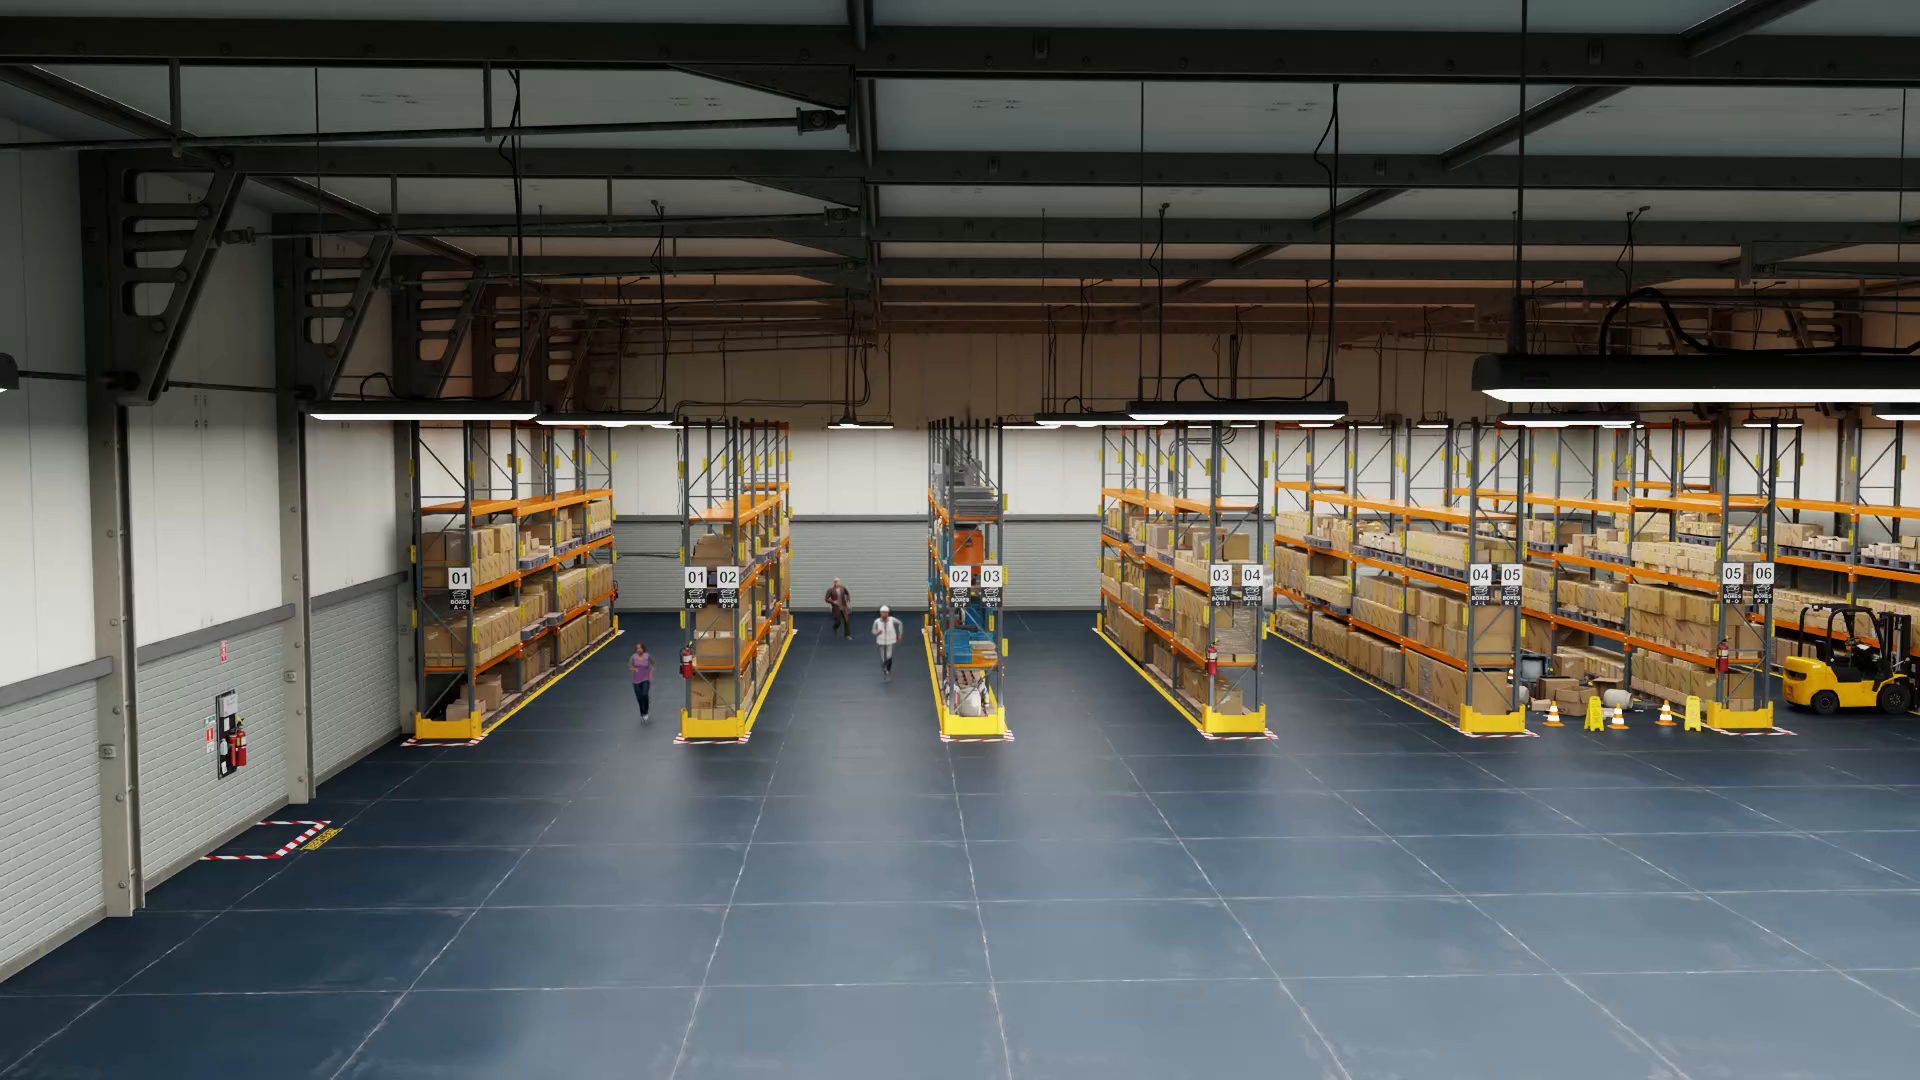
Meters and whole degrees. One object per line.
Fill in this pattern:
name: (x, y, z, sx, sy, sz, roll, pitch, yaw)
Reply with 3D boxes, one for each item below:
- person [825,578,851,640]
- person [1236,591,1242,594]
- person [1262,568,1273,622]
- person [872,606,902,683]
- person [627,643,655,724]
person: (-3.360, 1.899, 45.895, 0.738, 1.716, 0.779, -1, 4, -18)
person: (7.726, 1.796, 47.100, 0.683, 1.739, 0.589, 0, 4, 7)
person: (8.781, 1.660, 48.967, 1.031, 1.730, 0.730, -2, 4, -33)
person: (-1.669, 2.364, 37.896, 0.683, 1.754, 0.801, 0, 4, 4)
person: (-6.263, 2.801, 32.666, 0.521, 1.597, 0.717, 0, 4, -2)
